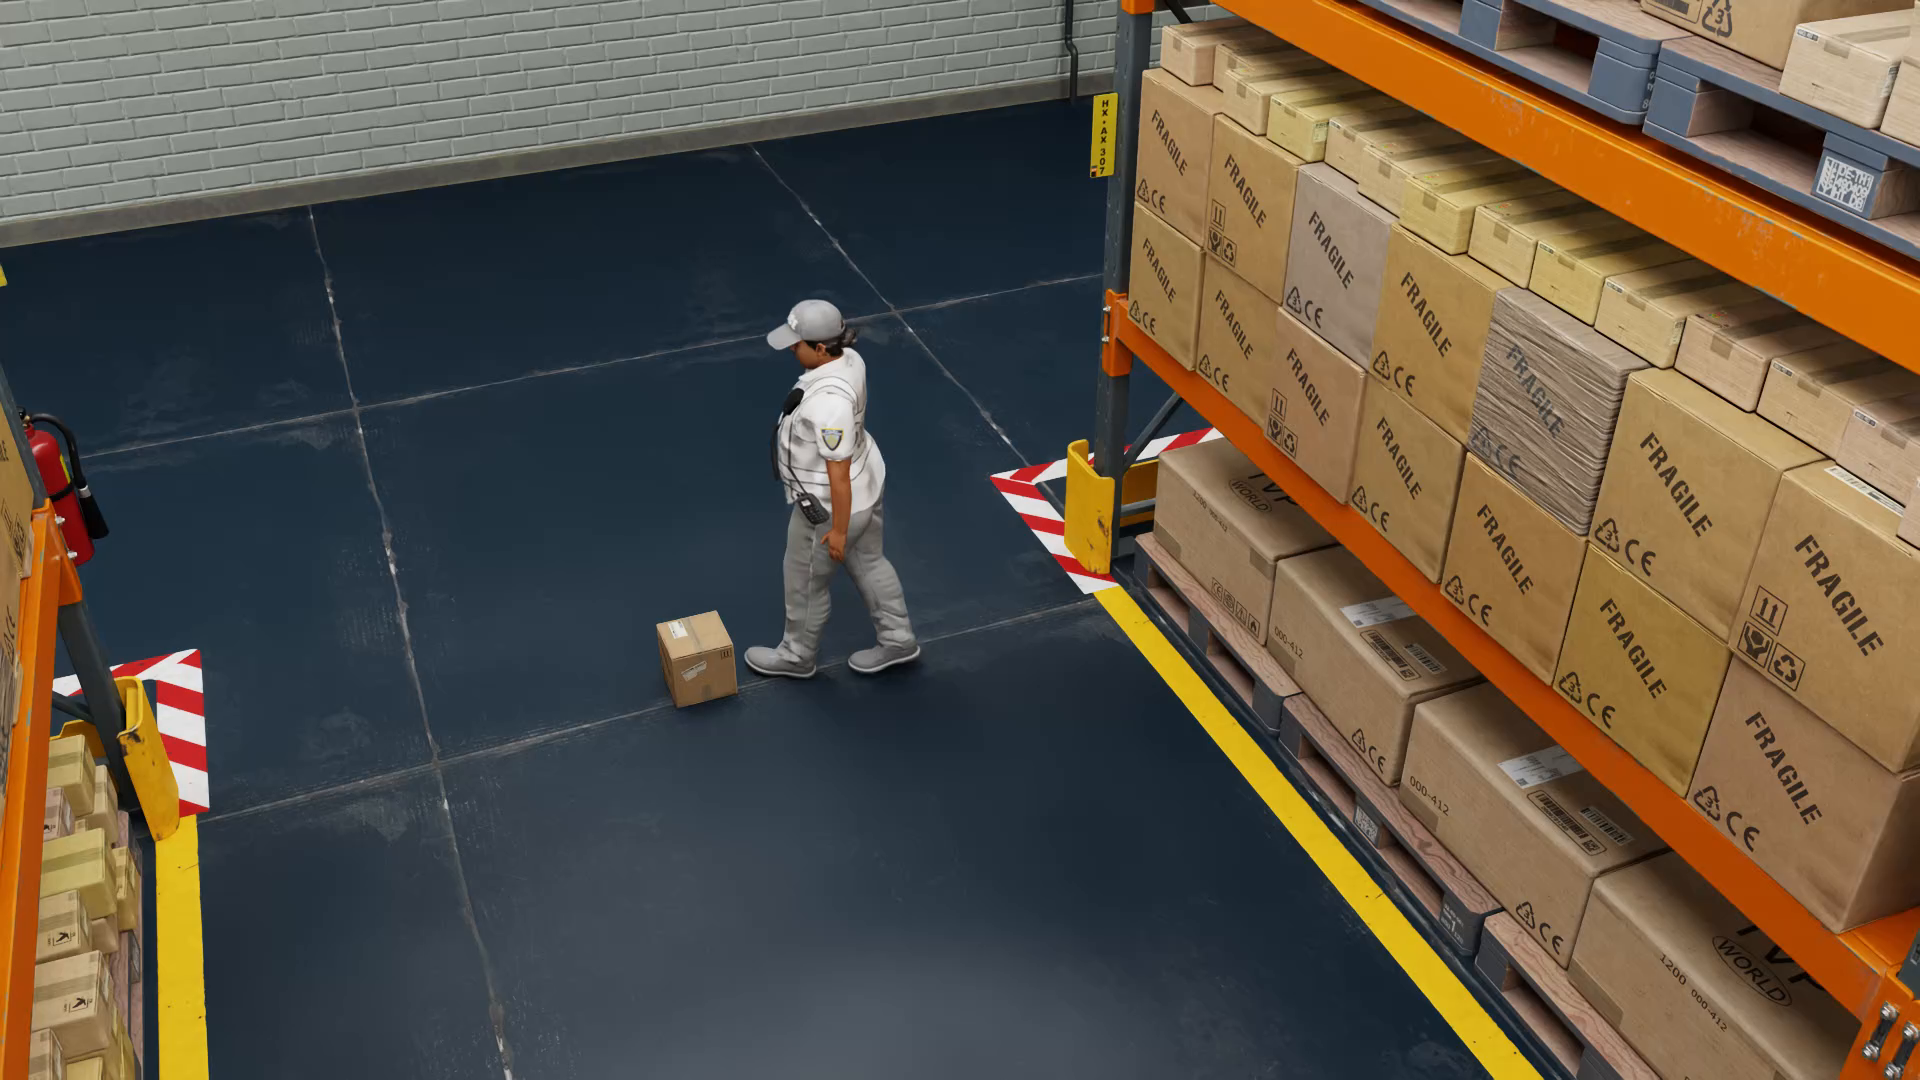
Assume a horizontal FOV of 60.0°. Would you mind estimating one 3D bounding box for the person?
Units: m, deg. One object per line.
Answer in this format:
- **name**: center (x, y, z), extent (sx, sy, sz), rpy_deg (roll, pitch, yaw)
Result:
- **person**: center (-0.524, -0.168, 6.387), extent (0.711, 1.654, 0.487), rpy_deg (6, 34, 8)
